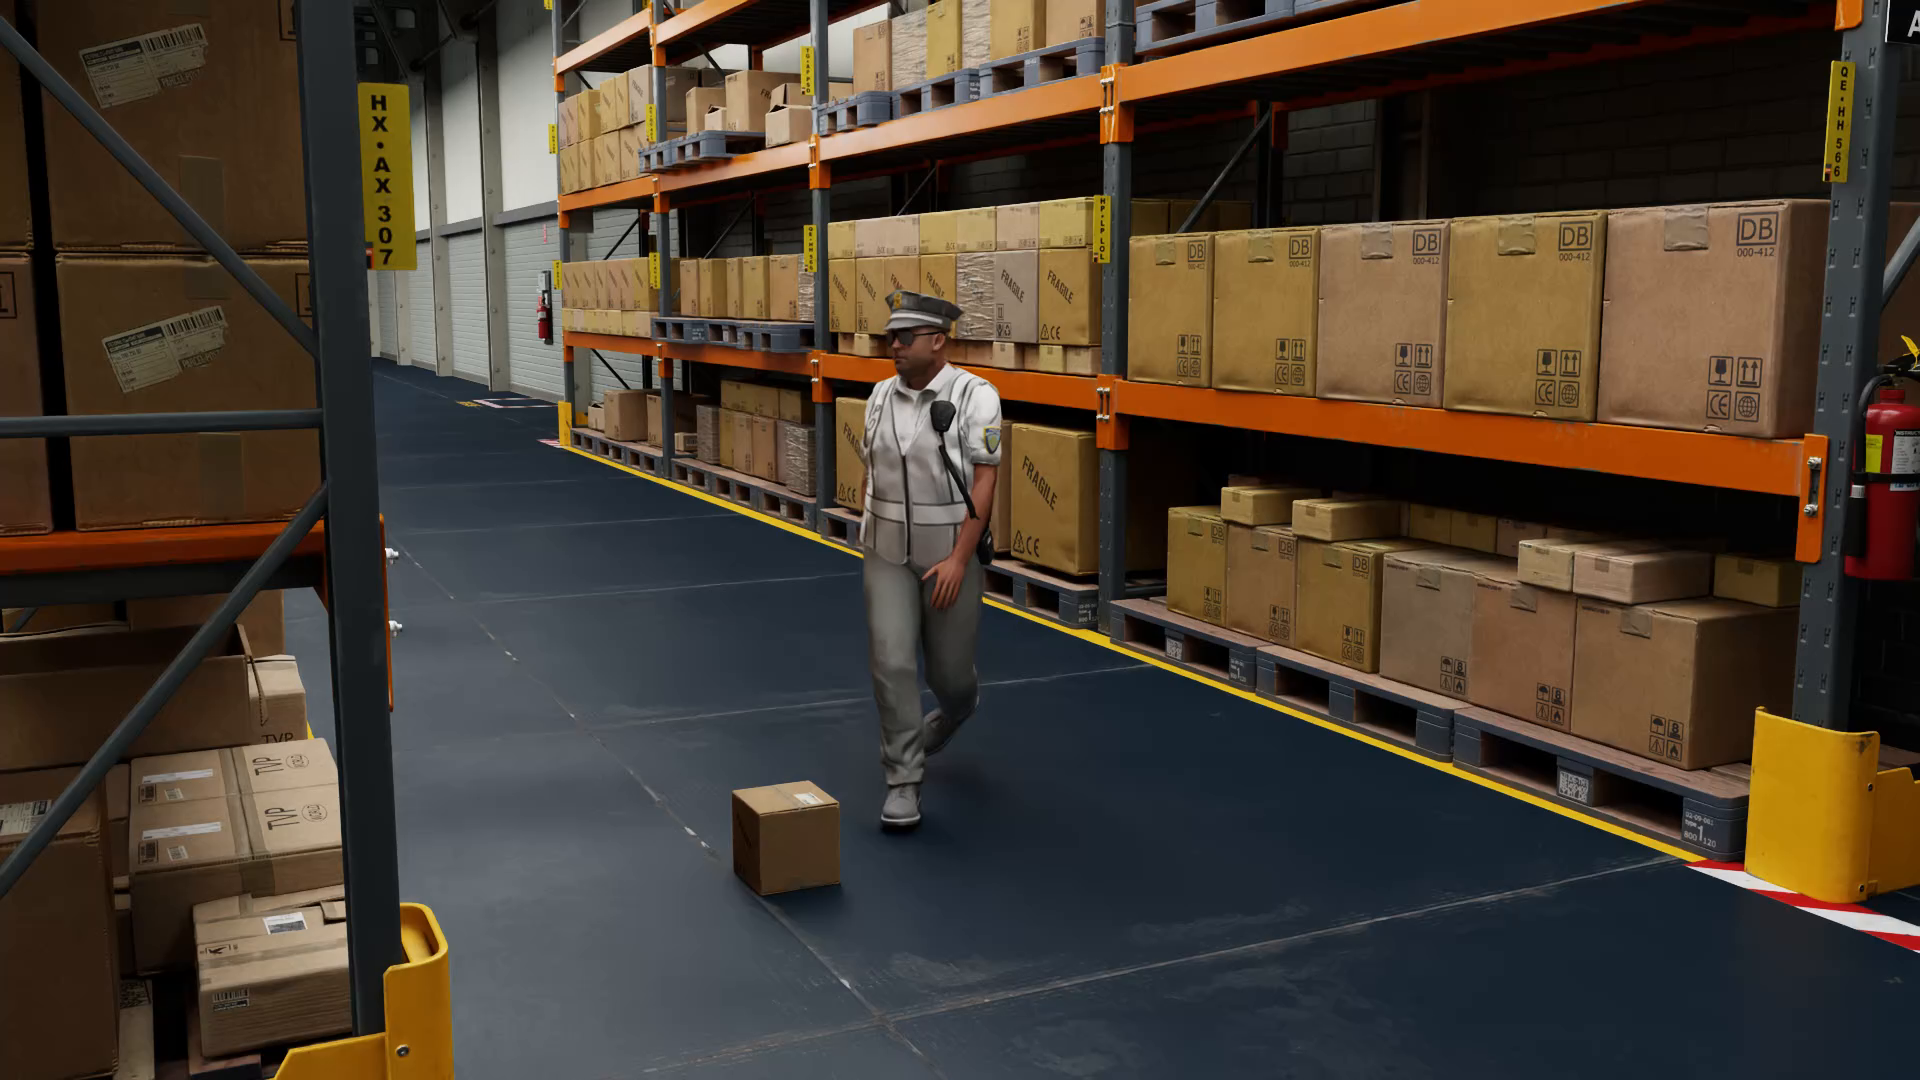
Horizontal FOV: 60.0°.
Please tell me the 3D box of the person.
[{"bbox_3d":[-0.099,0.027,5.608,0.529,1.725,0.812,2,9,13],"label":"person"}]
